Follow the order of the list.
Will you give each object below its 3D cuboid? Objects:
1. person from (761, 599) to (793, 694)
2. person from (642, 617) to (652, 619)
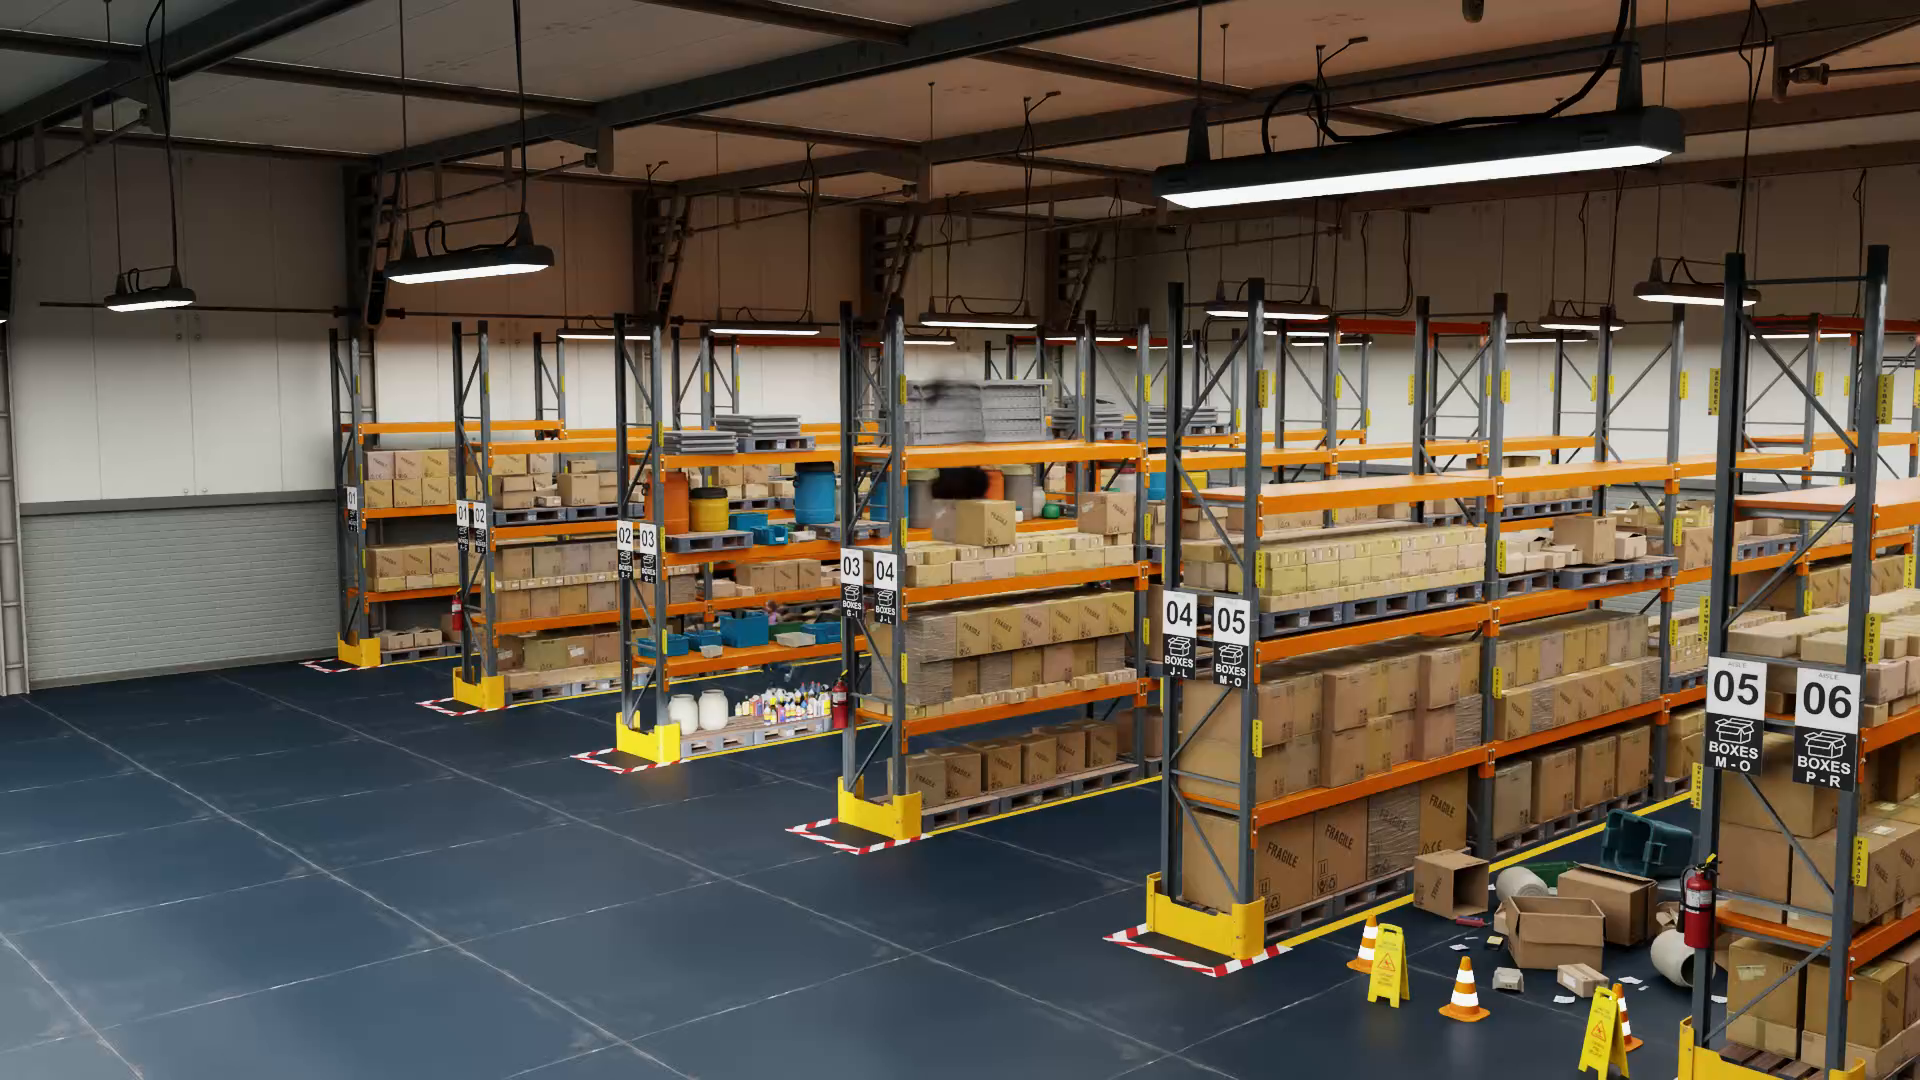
[{"bbox_3d":[-3.018,1.723,27.138,0.525,1.560,0.682,3,6,29],"label":"person"},{"bbox_3d":[-5.588,1.390,30.159,0.616,1.632,0.599,5,8,43],"label":"person"}]
